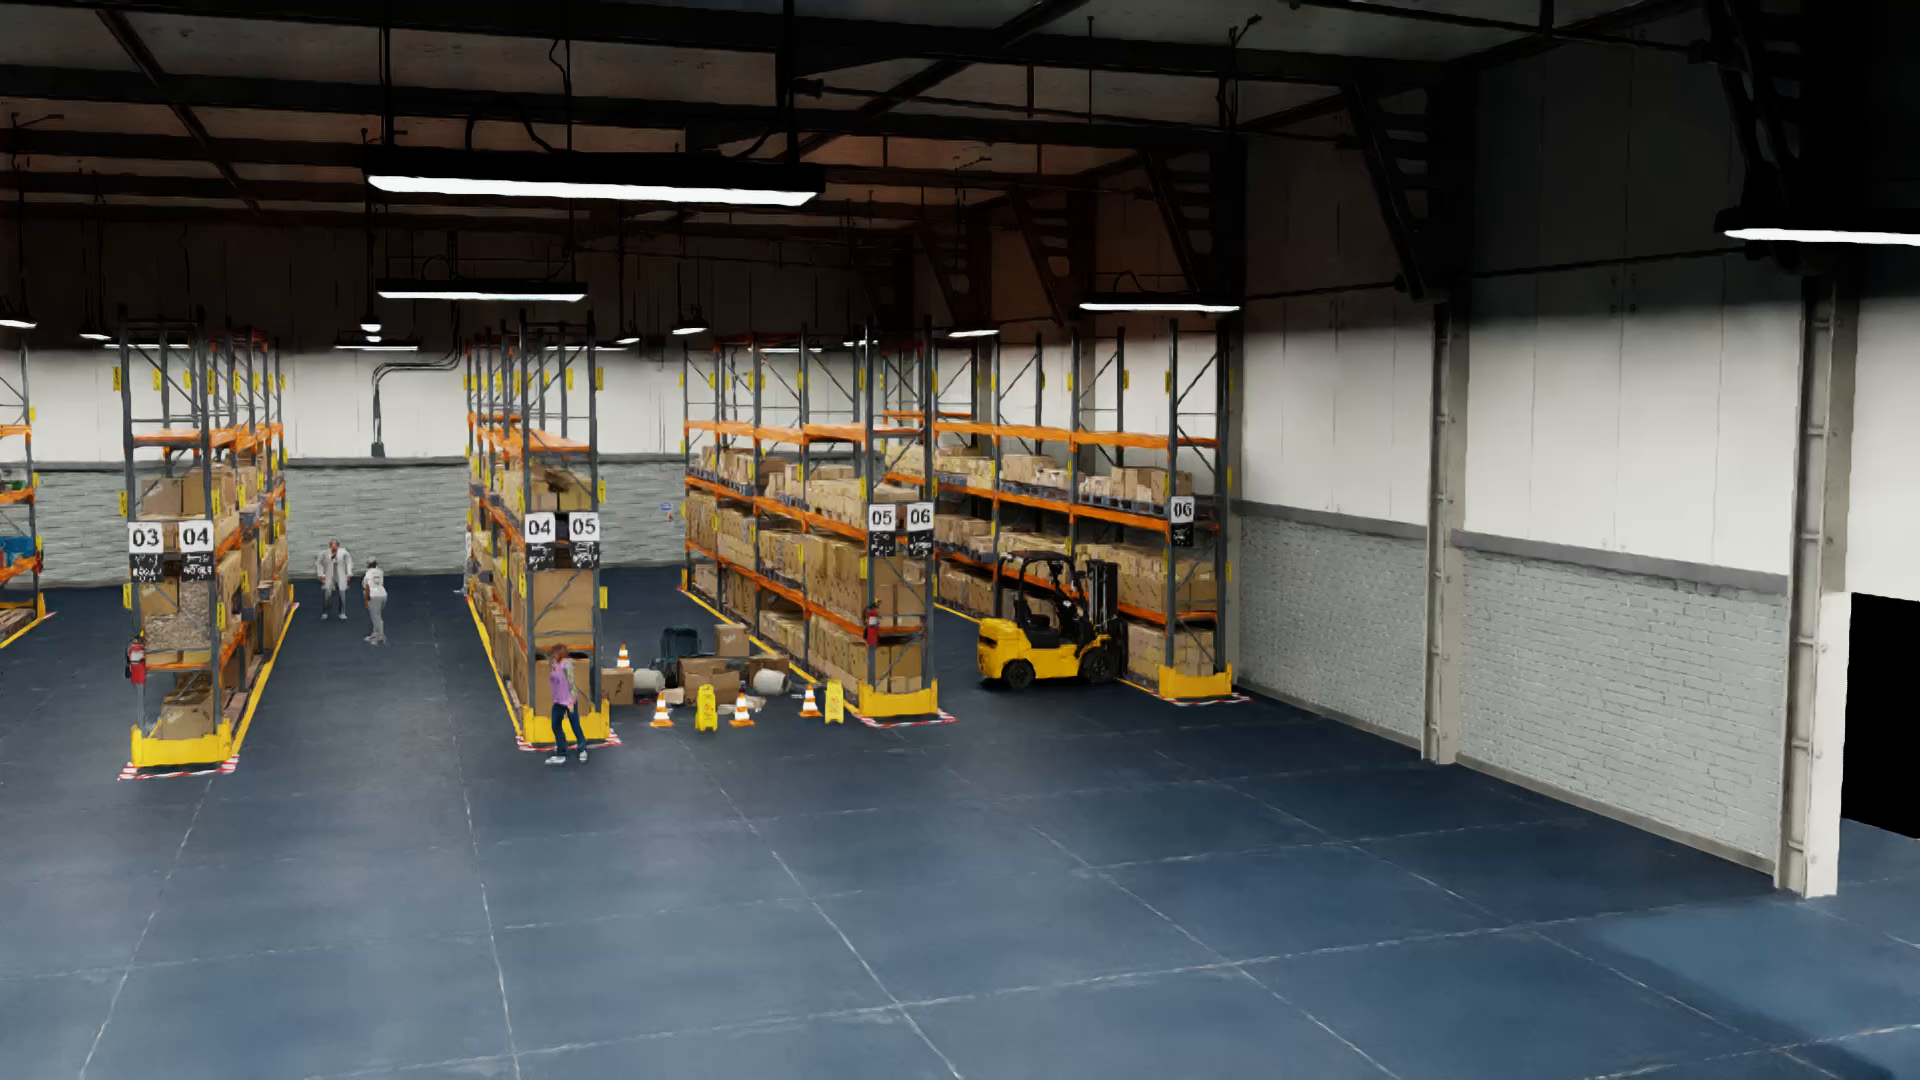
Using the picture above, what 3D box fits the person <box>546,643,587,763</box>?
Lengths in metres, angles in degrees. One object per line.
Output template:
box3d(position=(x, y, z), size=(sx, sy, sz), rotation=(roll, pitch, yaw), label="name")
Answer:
box3d(position=(-5.182, 2.141, 21.936), size=(0.470, 1.589, 0.519), rotation=(4, 7, 38), label="person")

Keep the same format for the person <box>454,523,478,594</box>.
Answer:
box3d(position=(-11.510, 0.390, 39.259), size=(0.627, 1.767, 0.688), rotation=(4, 7, 35), label="person")

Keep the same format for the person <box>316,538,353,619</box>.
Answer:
box3d(position=(-13.224, 0.809, 35.170), size=(0.729, 1.731, 0.546), rotation=(-2, 6, -21), label="person")

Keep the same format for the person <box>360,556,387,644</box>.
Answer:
box3d(position=(-11.259, 1.140, 31.913), size=(0.552, 1.657, 0.583), rotation=(1, 5, 8), label="person")
